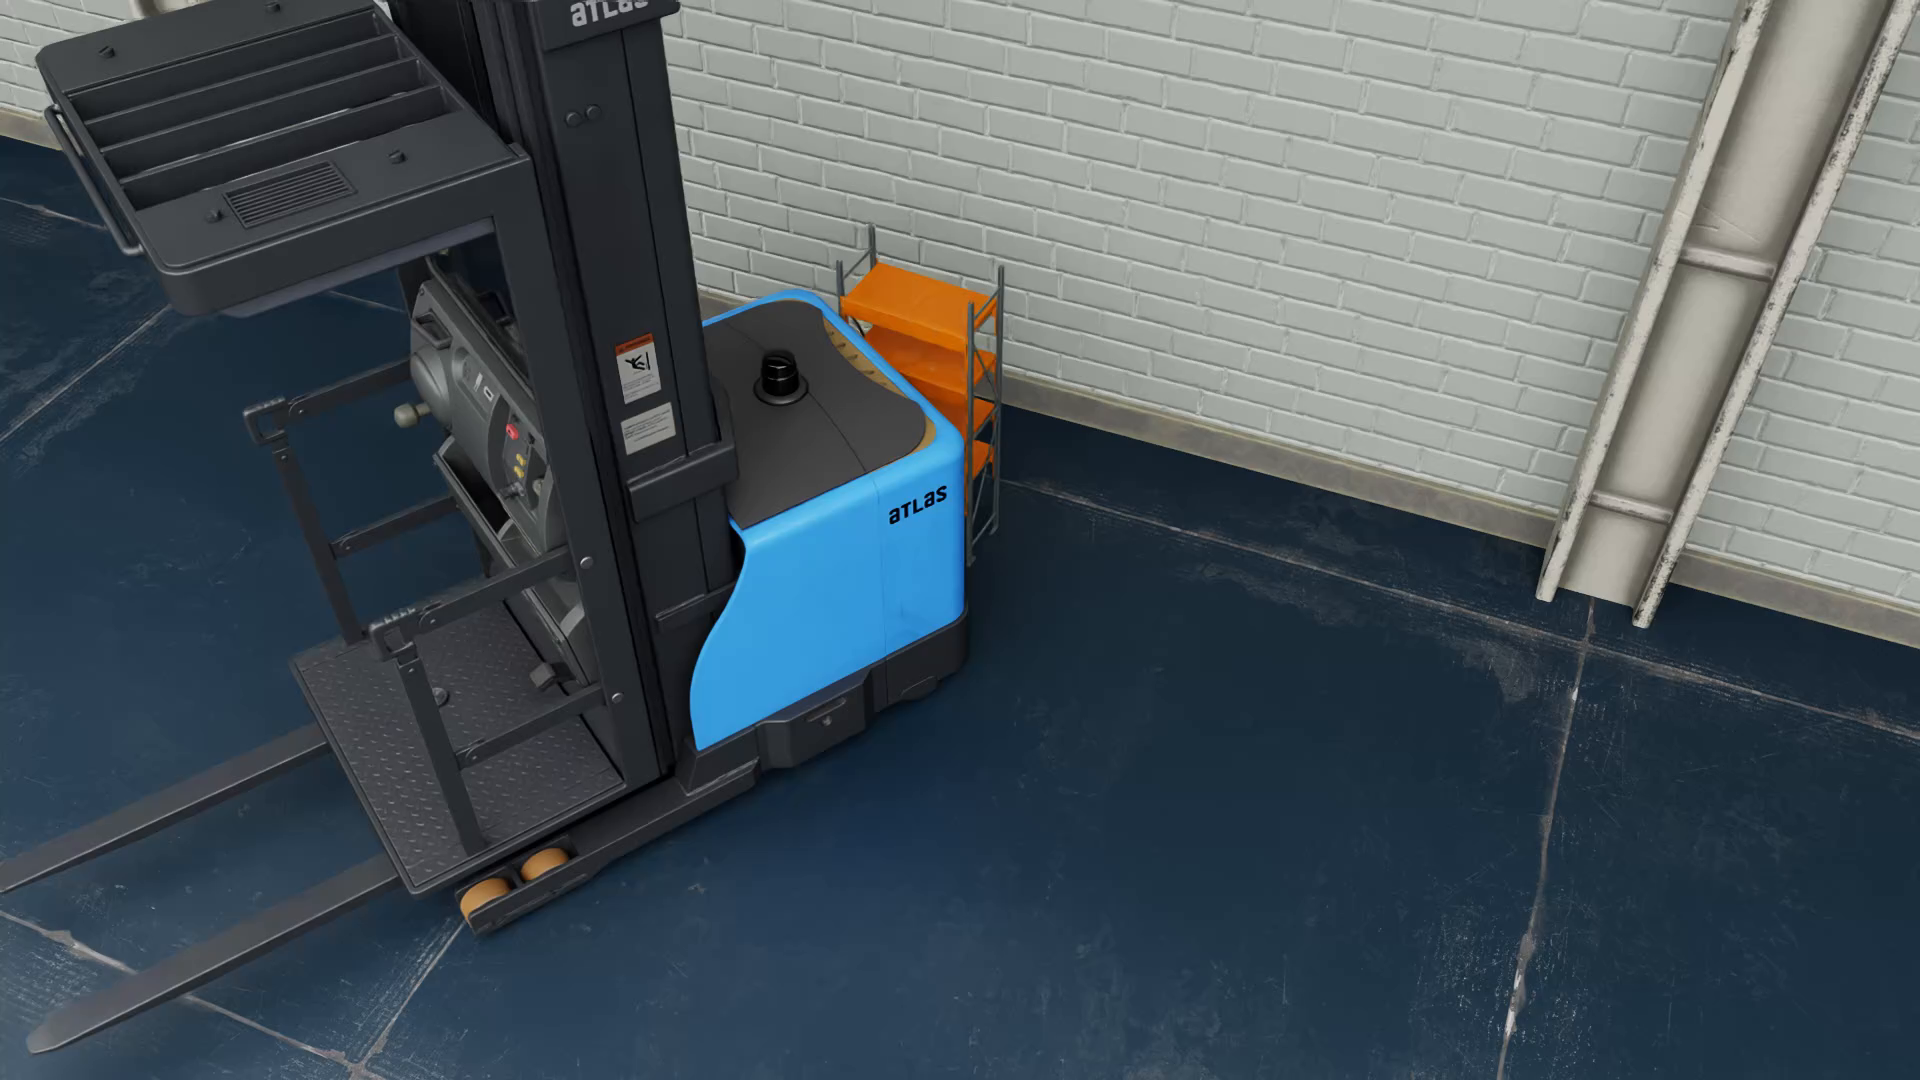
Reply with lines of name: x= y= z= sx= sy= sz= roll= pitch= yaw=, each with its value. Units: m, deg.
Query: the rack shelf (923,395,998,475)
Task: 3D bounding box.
rack shelf: x=-0.131 y=-0.434 z=5.931 sx=0.480 sy=0.148 sz=0.258 roll=20 pitch=48 yaw=19

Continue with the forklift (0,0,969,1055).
forklift: x=-1.473 y=-0.279 z=4.452 sx=3.031 sy=2.935 sz=1.130 roll=-26 pitch=50 yaw=-24

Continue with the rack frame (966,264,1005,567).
rack frame: x=0.085 y=-0.403 z=5.804 sx=0.015 sy=1.200 sz=0.240 roll=20 pitch=48 yaw=19

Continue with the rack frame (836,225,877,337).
rack frame: x=-0.348 y=-0.561 z=5.963 sx=0.015 sy=1.200 sz=0.240 roll=20 pitch=48 yaw=19

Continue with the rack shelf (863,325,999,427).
rack shelf: x=-0.131 y=-0.593 z=5.773 sx=0.480 sy=0.148 sz=0.258 roll=20 pitch=48 yaw=19

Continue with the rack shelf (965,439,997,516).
rack shelf: x=-0.131 y=-0.294 z=6.071 sx=0.480 sy=0.148 sz=0.258 roll=20 pitch=48 yaw=19

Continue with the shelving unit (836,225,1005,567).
shelving unit: x=-0.131 y=-0.482 z=5.884 sx=0.503 sy=1.200 sz=0.258 roll=20 pitch=48 yaw=19

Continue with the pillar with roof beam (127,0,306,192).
pillar with roof beam: x=-4.864 y=-1.853 z=1.732 sx=0.400 sy=9.000 sz=9.100 roll=16 pitch=47 yaw=16

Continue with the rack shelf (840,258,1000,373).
rack shelf: x=-0.131 y=-0.761 z=5.607 sx=0.480 sy=0.148 sz=0.258 roll=20 pitch=48 yaw=19
